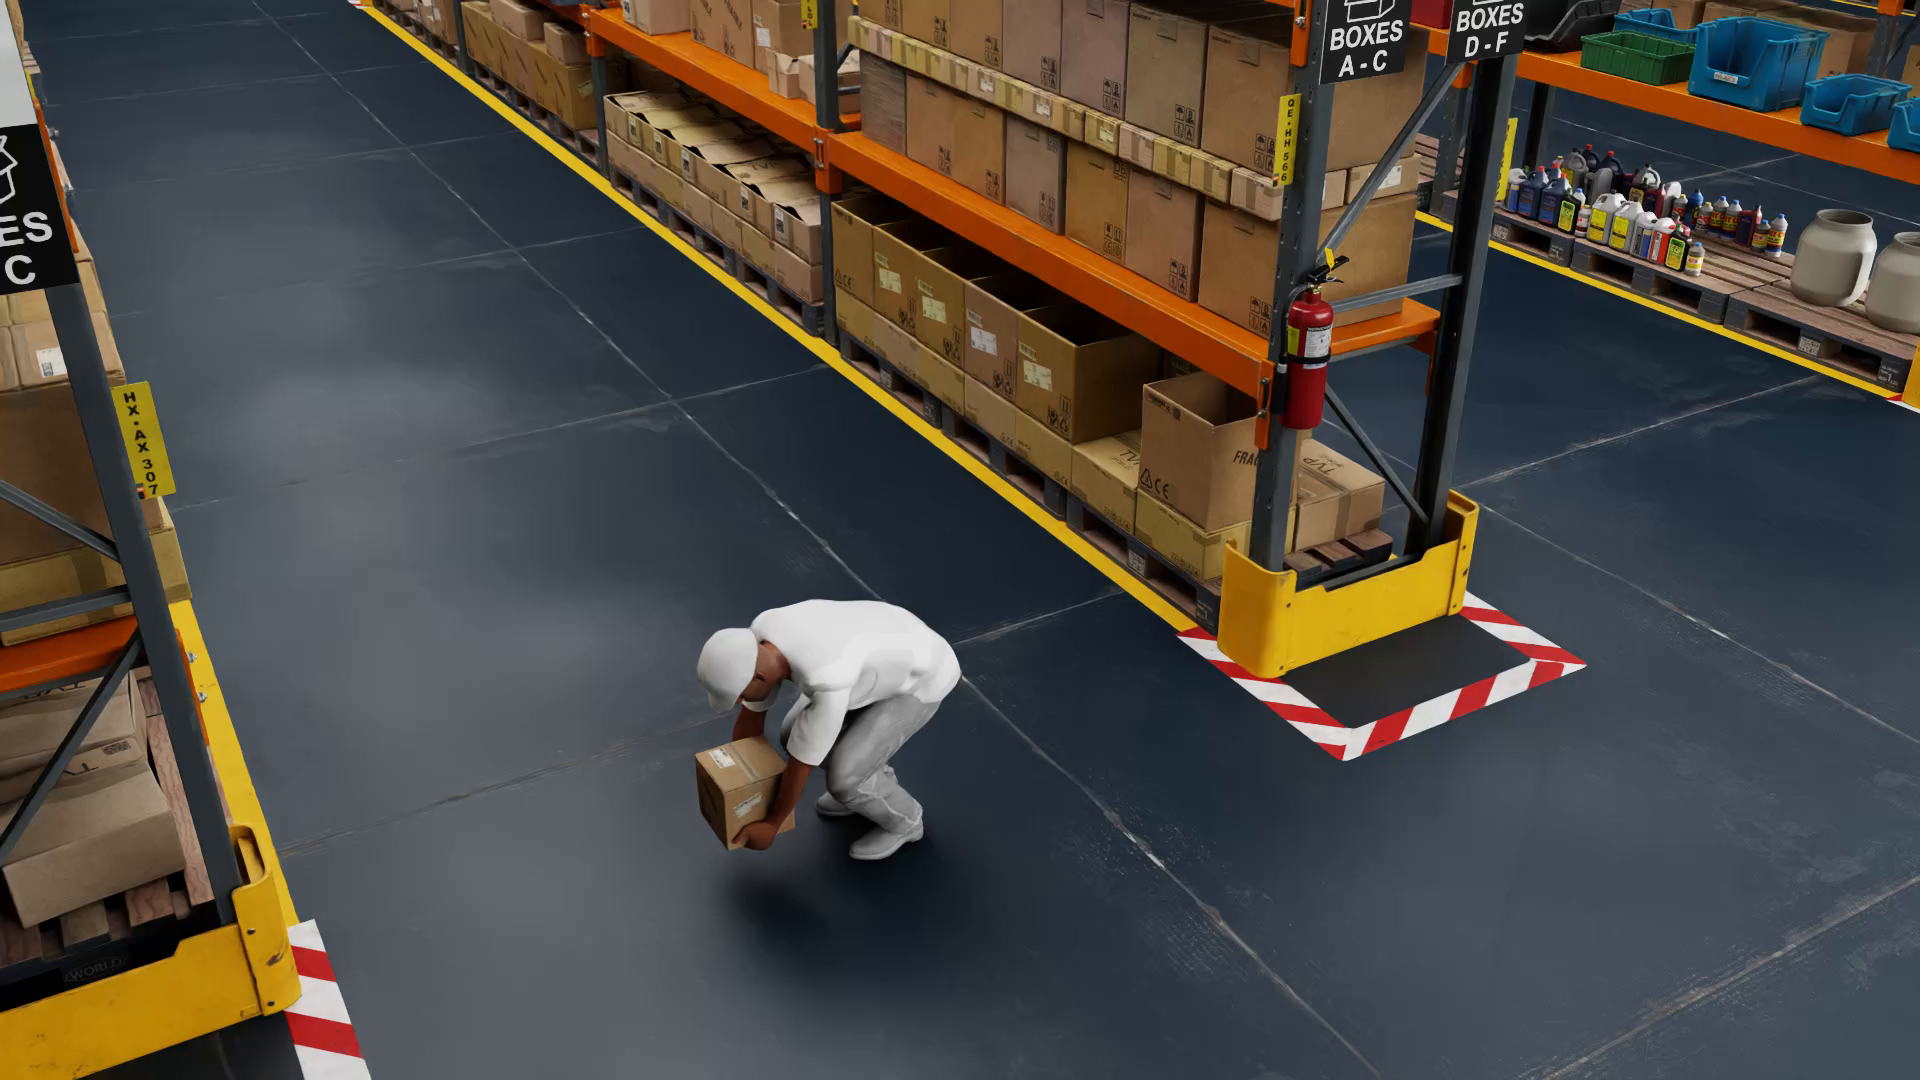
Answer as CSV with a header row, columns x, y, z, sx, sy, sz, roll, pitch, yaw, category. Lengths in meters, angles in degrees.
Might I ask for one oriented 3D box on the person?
x,y,z,sx,sy,sz,roll,pitch,yaw,category
-0.444,0.638,5.731,0.940,1.009,0.527,-17,33,-28,person
